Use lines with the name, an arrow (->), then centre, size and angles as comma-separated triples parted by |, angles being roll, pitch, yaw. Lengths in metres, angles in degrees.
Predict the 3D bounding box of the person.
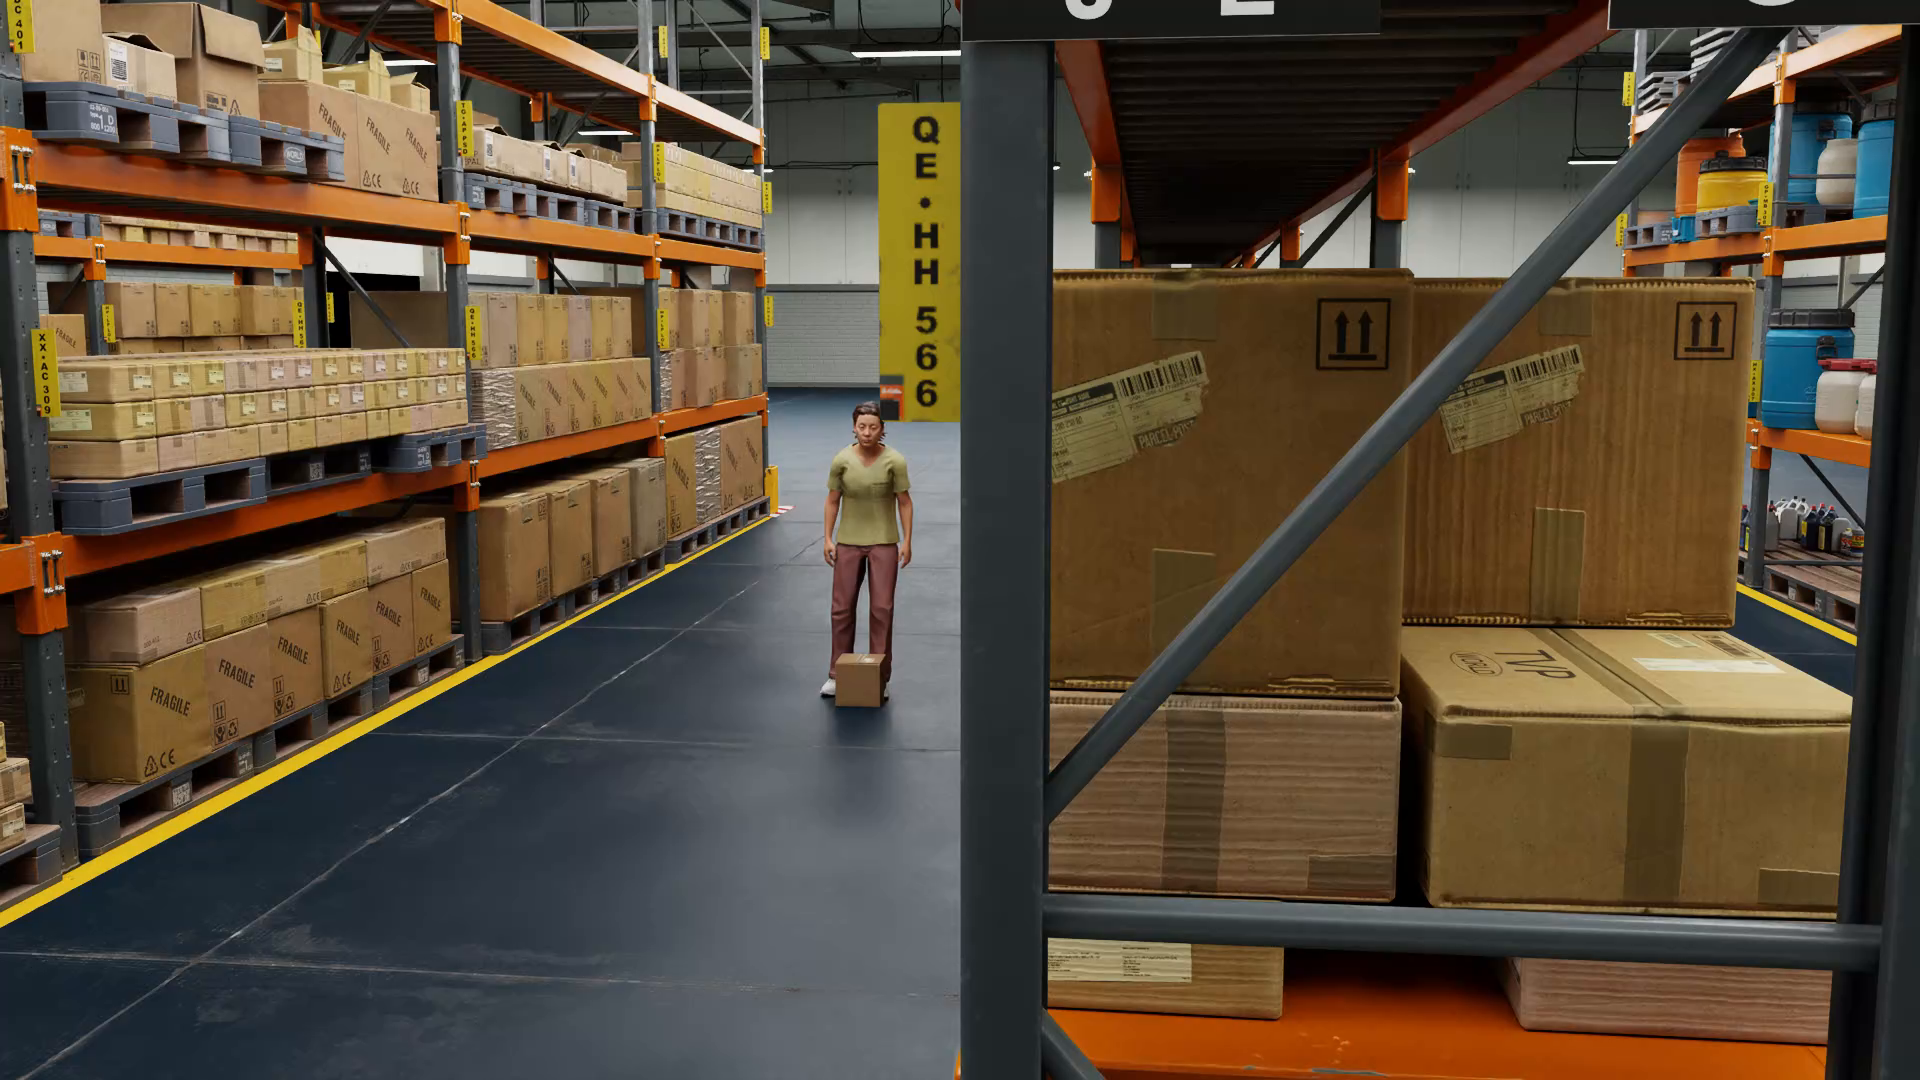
person -> -0.531, 0.050, 9.429 | 0.519, 1.673, 0.408 | 0, 8, 4
